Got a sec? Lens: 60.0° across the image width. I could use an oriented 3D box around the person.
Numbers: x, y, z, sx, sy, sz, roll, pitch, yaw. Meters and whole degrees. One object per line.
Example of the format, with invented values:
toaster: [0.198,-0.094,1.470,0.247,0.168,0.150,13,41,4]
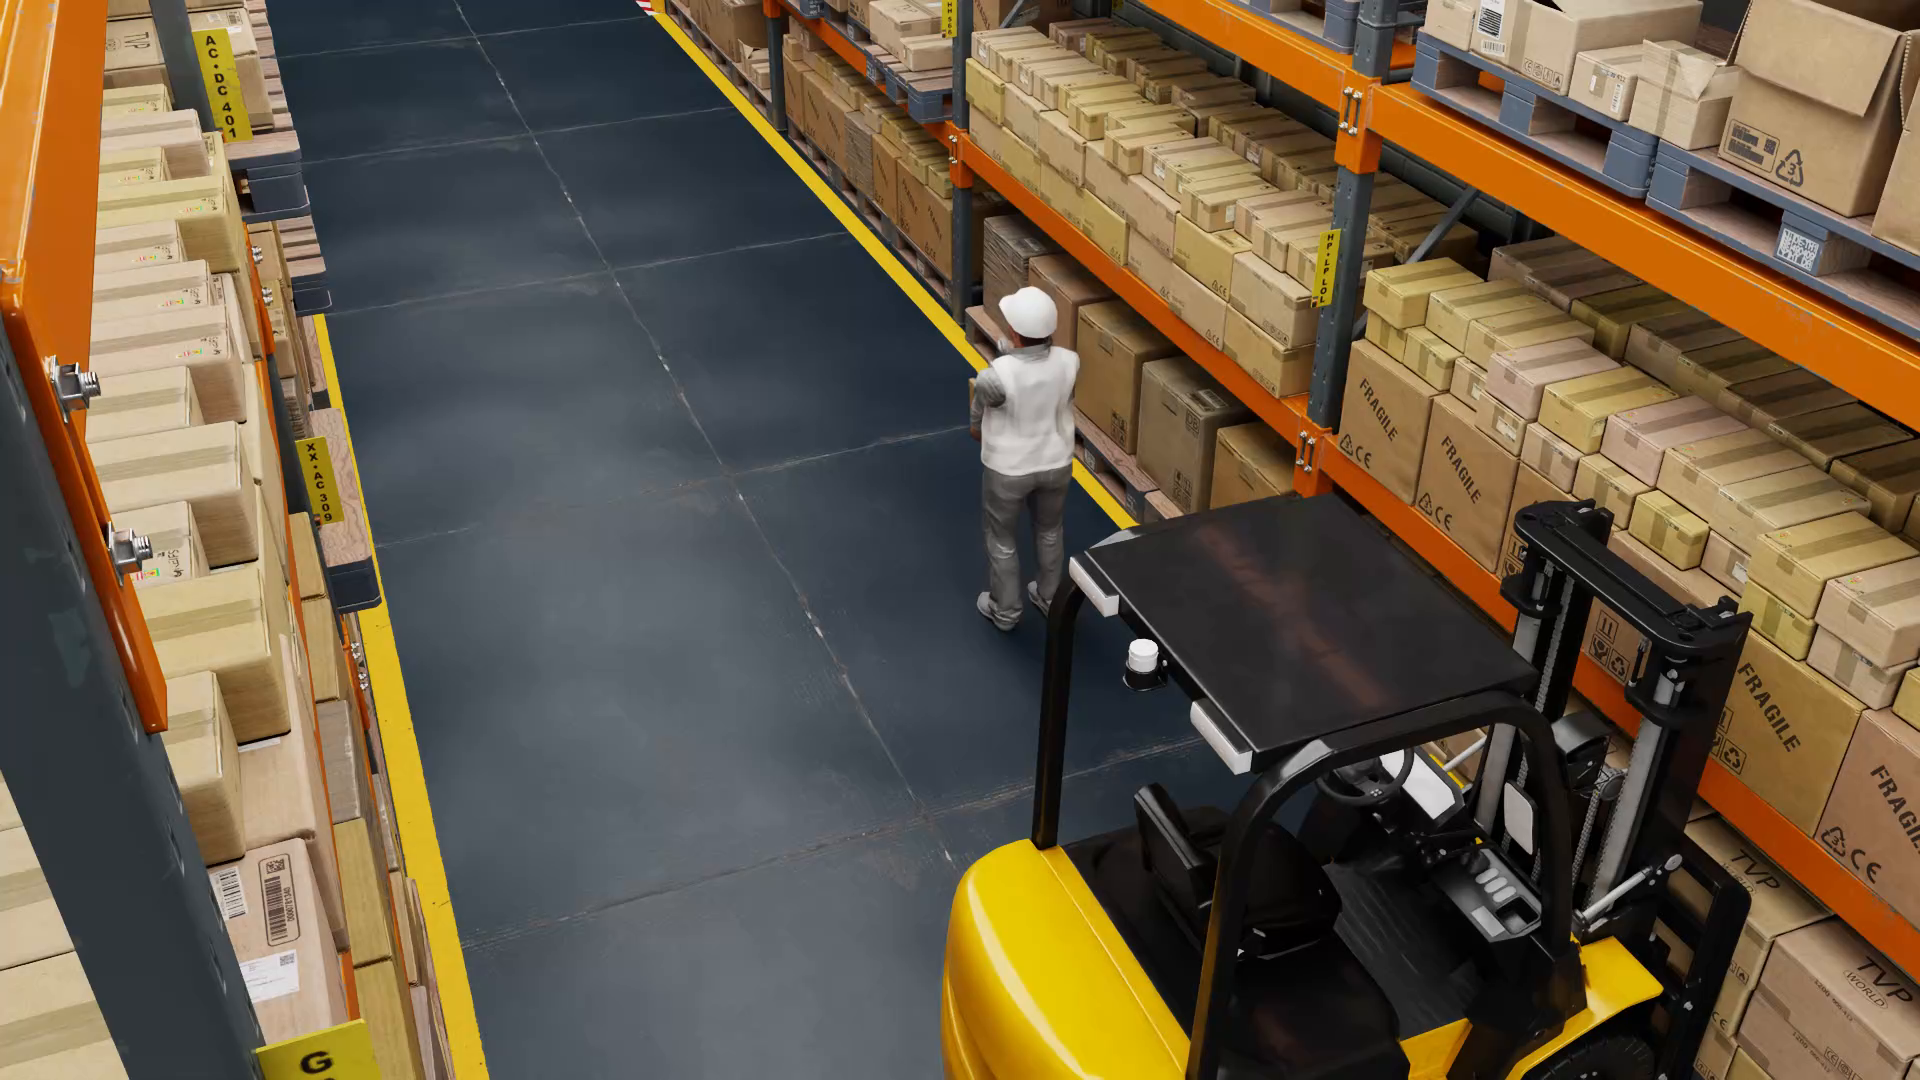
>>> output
person: [0.261,-0.415,7.755,0.494,1.767,0.545,-12,35,-18]
